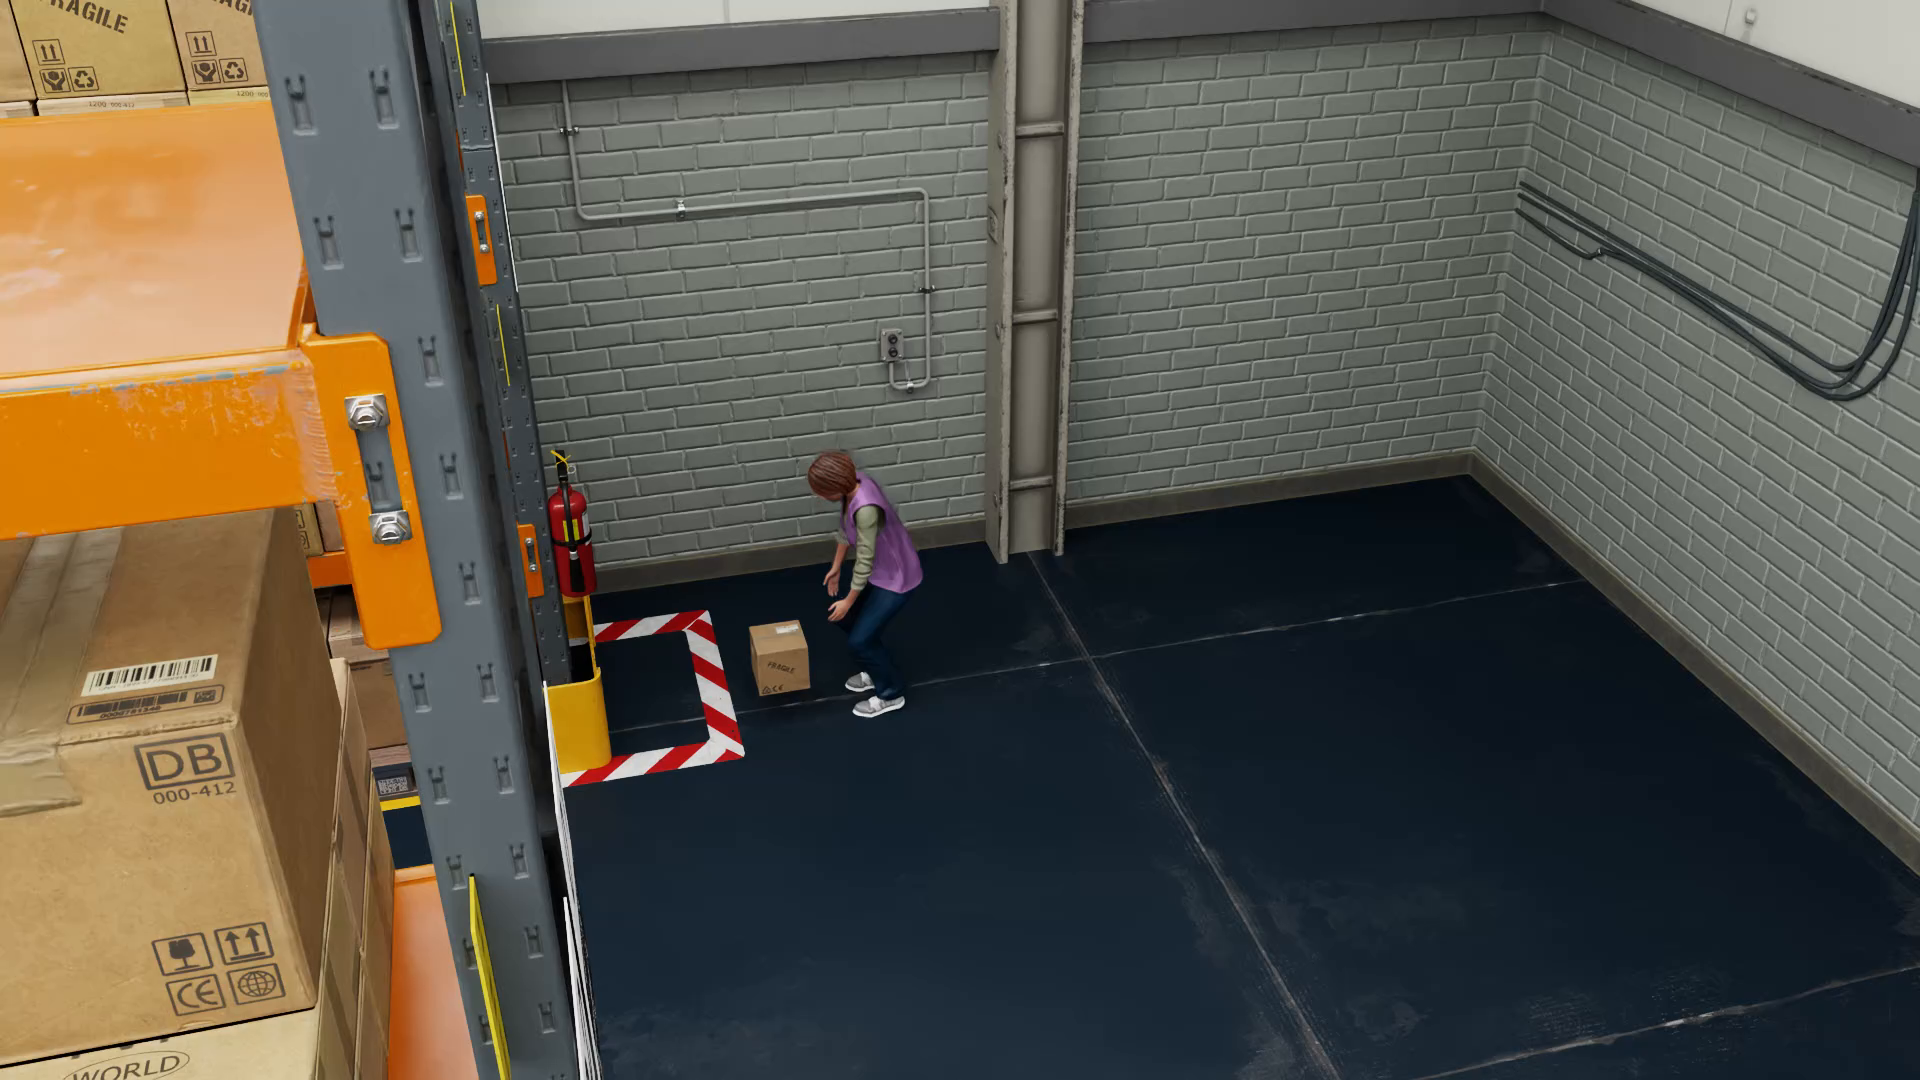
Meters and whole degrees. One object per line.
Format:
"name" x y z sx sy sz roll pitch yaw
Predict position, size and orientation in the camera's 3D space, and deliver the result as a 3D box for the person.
"person" -0.443 0.211 8.058 0.540 1.429 0.454 -8 32 -13
